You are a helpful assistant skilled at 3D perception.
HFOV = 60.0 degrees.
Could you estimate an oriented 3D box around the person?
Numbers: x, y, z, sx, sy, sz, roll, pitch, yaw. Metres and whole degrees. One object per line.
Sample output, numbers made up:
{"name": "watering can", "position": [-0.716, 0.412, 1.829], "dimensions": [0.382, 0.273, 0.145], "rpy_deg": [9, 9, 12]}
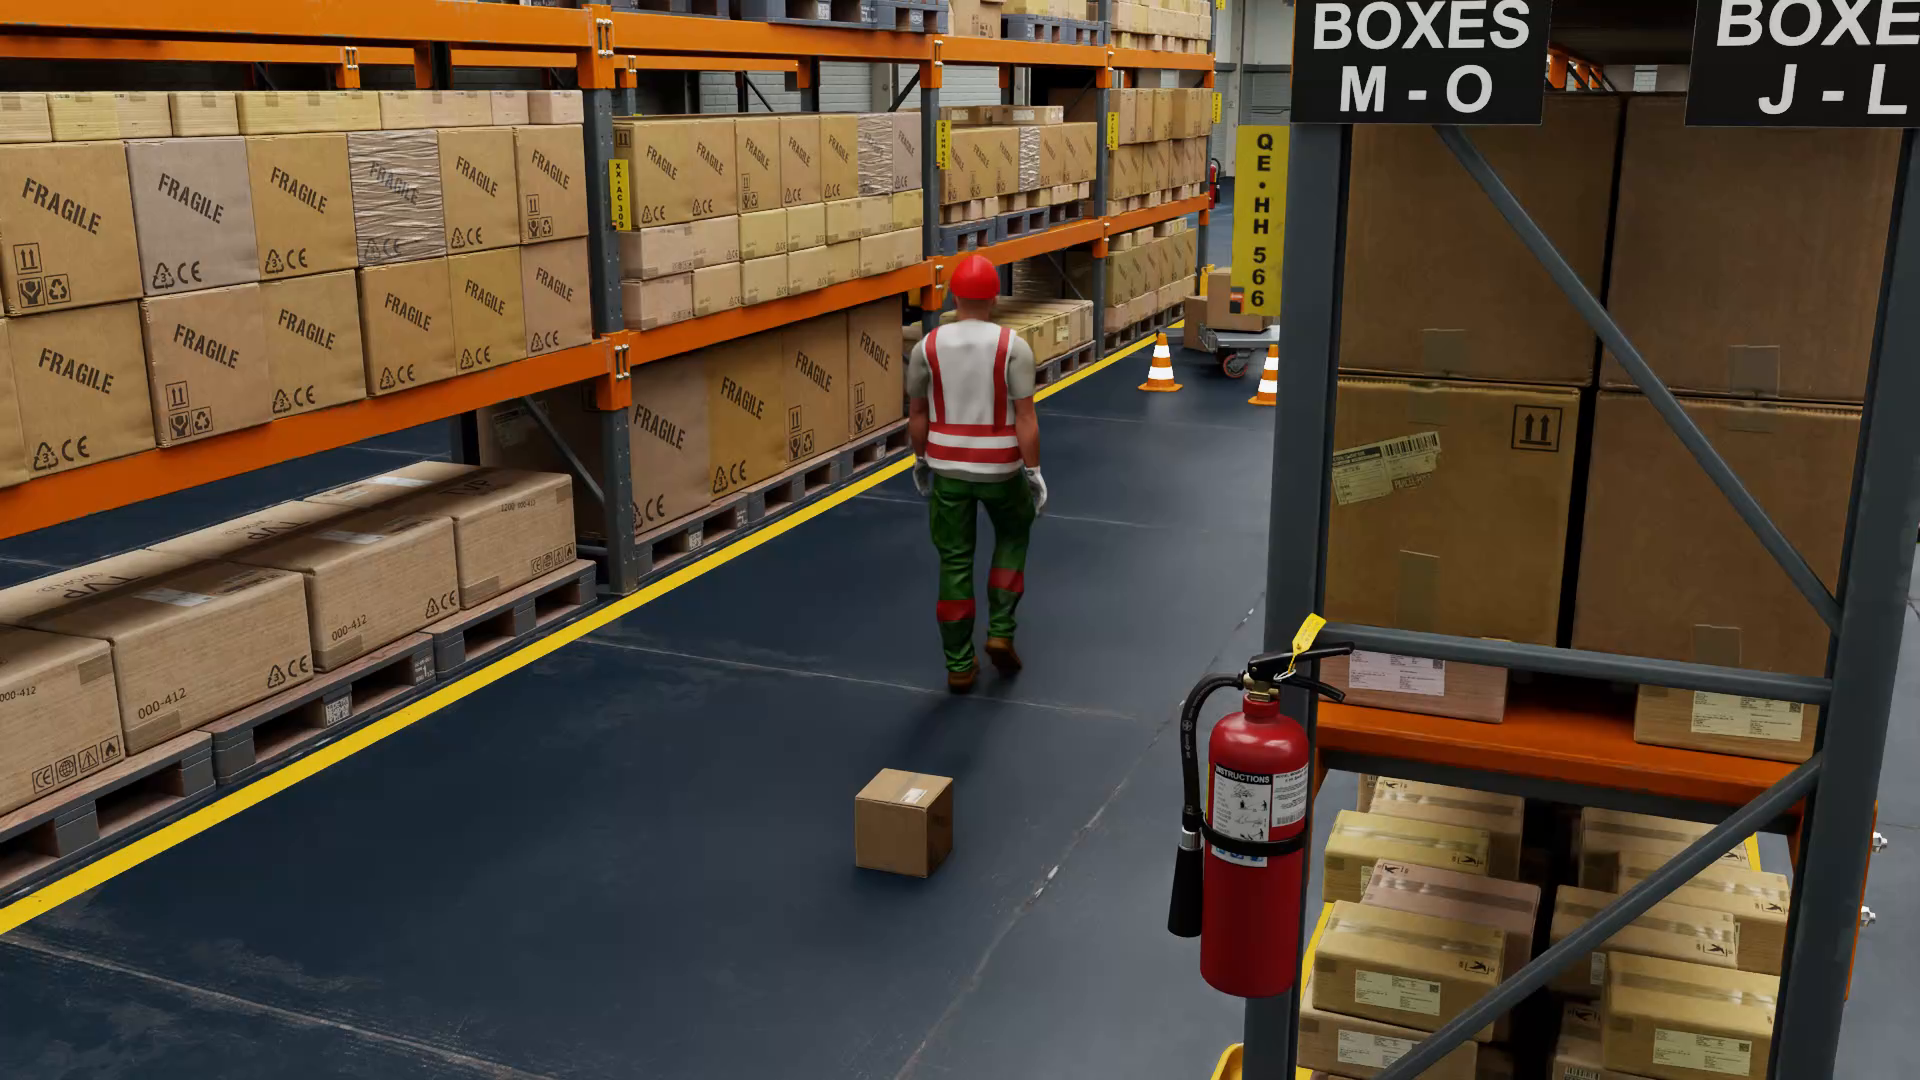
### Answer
{"name": "person", "position": [0.079, -0.273, 6.958], "dimensions": [0.592, 1.834, 0.511], "rpy_deg": [2, 15, 6]}
